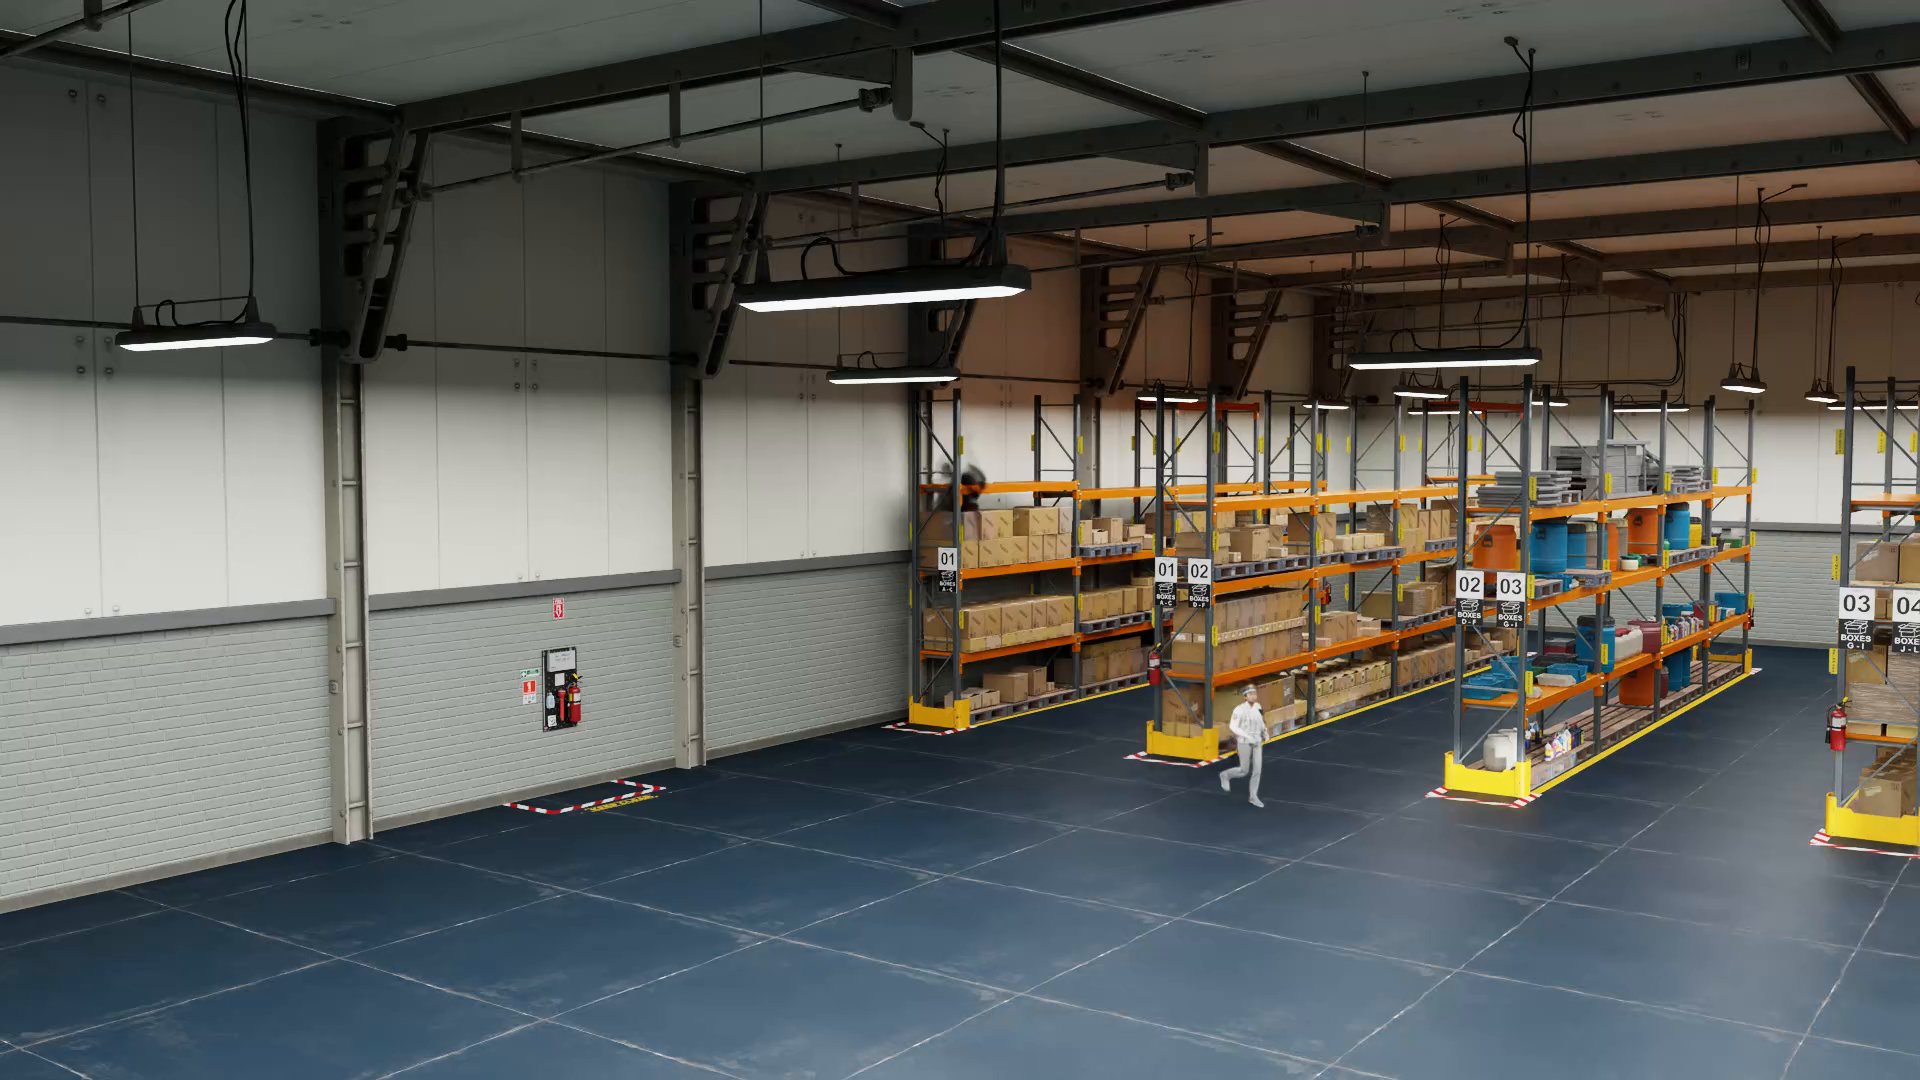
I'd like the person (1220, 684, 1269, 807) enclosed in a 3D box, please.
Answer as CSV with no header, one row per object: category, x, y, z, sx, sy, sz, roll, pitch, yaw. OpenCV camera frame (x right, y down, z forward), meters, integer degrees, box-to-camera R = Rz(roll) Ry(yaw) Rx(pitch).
person,4.029,2.852,23.336,0.624,1.688,0.781,-2,4,-28
